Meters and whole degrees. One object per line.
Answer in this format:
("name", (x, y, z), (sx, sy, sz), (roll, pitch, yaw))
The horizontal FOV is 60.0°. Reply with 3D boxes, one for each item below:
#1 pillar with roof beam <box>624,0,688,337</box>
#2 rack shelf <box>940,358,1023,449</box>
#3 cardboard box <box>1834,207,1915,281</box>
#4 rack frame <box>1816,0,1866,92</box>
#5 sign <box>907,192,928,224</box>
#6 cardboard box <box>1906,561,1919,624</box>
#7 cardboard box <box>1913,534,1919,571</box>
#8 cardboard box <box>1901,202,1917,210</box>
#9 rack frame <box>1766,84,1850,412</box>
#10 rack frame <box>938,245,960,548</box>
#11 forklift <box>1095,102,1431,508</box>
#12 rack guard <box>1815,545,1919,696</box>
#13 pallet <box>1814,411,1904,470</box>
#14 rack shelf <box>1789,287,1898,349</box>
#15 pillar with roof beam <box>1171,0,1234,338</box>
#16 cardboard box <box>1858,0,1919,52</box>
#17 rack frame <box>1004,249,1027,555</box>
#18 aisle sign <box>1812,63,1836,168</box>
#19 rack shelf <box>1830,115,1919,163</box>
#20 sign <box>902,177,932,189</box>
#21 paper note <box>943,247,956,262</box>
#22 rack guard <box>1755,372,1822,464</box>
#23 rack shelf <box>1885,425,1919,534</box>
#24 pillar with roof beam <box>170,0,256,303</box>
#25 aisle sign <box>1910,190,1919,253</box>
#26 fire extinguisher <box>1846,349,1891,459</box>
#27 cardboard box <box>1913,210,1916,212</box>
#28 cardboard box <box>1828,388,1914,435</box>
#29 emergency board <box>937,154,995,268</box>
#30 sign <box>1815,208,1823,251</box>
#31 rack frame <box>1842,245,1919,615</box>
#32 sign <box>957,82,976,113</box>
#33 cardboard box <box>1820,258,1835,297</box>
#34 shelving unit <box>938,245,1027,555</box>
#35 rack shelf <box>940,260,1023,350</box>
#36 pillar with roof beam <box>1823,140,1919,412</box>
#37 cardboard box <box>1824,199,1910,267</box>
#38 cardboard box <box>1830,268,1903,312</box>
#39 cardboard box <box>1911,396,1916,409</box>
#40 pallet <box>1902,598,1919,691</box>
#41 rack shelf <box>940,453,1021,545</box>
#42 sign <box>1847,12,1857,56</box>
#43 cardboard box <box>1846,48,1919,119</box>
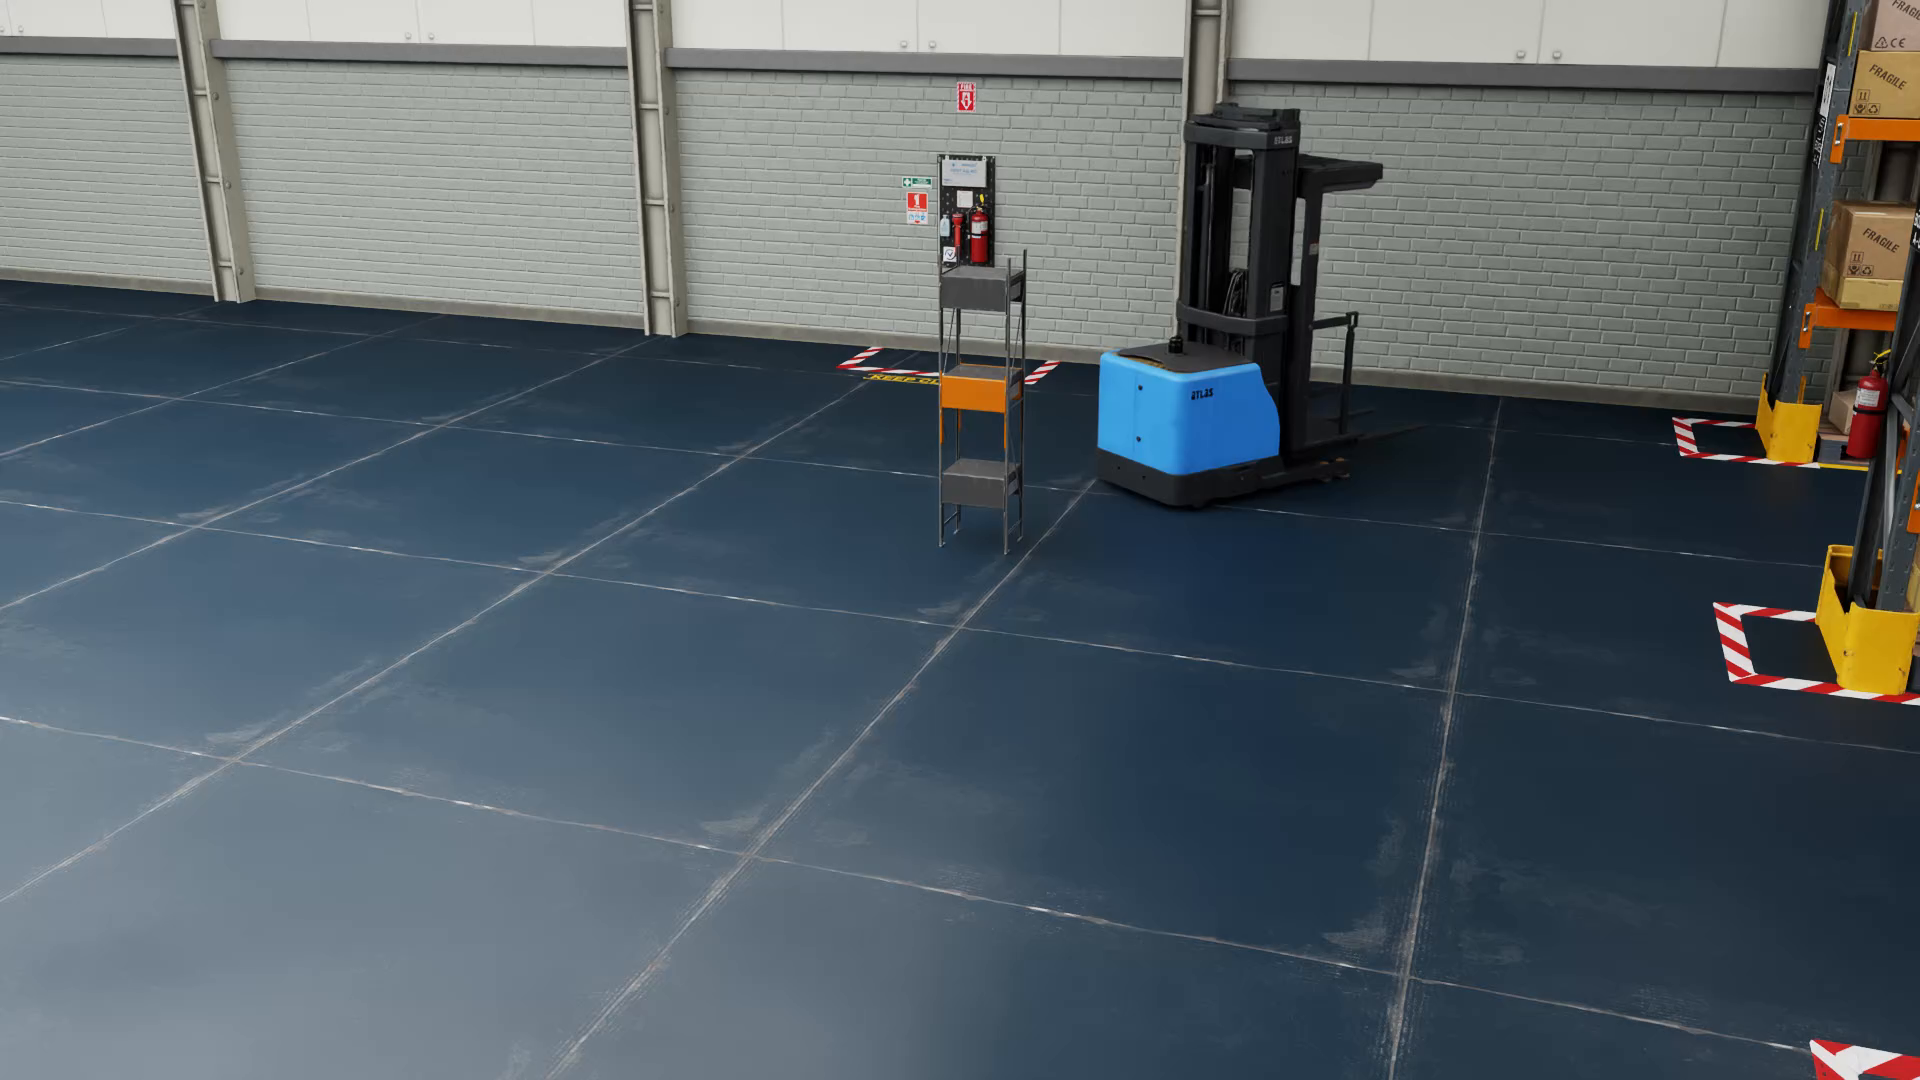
("pillar with roof beam", (-4.720, -5.241, 13.440), (0.400, 9.000, 9.100), (7, 20, 18))
("rack shelf", (0.156, -0.961, 11.684), (0.480, 0.518, 0.431), (7, 20, 18))
("cardboard box", (7.436, -2.405, 13.476), (0.500, 0.500, 0.500), (7, 20, 18))
("rack frame", (7.083, -5.090, 13.007), (0.127, 3.000, 1.000), (7, 20, 18))
("sign", (-0.450, -3.486, 17.465), (0.234, 0.329, 0.001), (7, 20, 18))
("cardboard box", (6.065, 0.350, 10.055), (0.500, 0.250, 0.500), (7, 20, 18))
("cardboard box", (6.065, -0.005, 9.934), (0.500, 0.500, 0.500), (7, 20, 18))
("cardboard box", (8.071, -2.508, 13.771), (0.500, 0.500, 0.500), (7, 20, 19))
("rack frame", (7.083, -2.257, 13.994), (0.127, 3.000, 1.000), (7, 20, 18))
("rack frame", (-0.074, -1.000, 11.755), (0.015, 2.100, 0.400), (7, 20, 18))
("forklift", (2.594, -1.980, 13.304), (3.031, 2.935, 1.130), (-12, 23, -32))
("rack guard", (5.439, 0.461, 9.993), (0.348, 0.500, 1.175), (7, 20, 18))
("pallet", (7.911, -0.833, 14.146), (1.213, 0.211, 1.003), (7, 20, 18))
("rack shelf", (8.973, -1.701, 13.493), (4.000, 0.370, 1.077), (7, 20, 18))
("pillar with roof beam", (0.948, -4.593, 11.581), (0.400, 9.000, 9.100), (7, 20, 18))
("cardboard box", (7.368, -4.085, 12.980), (0.500, 0.500, 0.500), (5, 20, 14))
("rack frame", (0.387, -0.947, 11.604), (0.015, 2.100, 0.400), (7, 20, 18))
("aisle sign", (6.917, -3.399, 13.321), (0.004, 0.787, 0.394), (7, 20, 18))
("rack shelf", (8.973, -3.118, 12.999), (4.000, 0.370, 1.077), (7, 20, 18))
("sign", (-0.448, -3.733, 17.369), (0.331, 0.109, 0.001), (7, 20, 18))
("paper note", (-0.106, -3.002, 17.469), (0.142, 0.148, 0.016), (7, 20, 18))
("rack guard", (7.155, -1.069, 14.382), (0.348, 0.500, 1.175), (7, 20, 18))
("rack shelf", (7.350, -0.161, 9.073), (4.000, 0.370, 1.077), (7, 20, 18))
("pillar with roof beam", (-10.387, -5.889, 15.299), (0.400, 9.000, 9.100), (7, 20, 18))
("aisle sign", (5.496, -2.042, 9.429), (0.004, 0.787, 0.394), (7, 20, 18))
("fire extinguisher", (5.502, -0.837, 10.038), (0.183, 0.674, 0.296), (7, 20, 18))
("cardboard box", (7.899, -2.348, 13.314), (0.500, 0.500, 0.500), (7, 20, 18))
("cardboard box", (7.707, -1.092, 14.070), (0.500, 0.311, 0.500), (4, 20, 12))
("emergency board", (0.039, -3.377, 17.208), (0.643, 1.169, 0.194), (7, 20, 18))
("sign", (6.905, -2.497, 13.368), (0.005, 0.325, 0.100), (7, 20, 18))
("rack frame", (5.461, -0.716, 9.574), (0.127, 3.000, 1.000), (7, 20, 18))
("sign", (0.064, -4.504, 16.918), (0.199, 0.298, 0.001), (7, 20, 18))
("cardboard box", (7.589, -2.205, 14.044), (0.500, 0.250, 0.500), (7, 20, 19))
("shelving unit", (0.156, -0.974, 11.679), (0.503, 2.100, 0.431), (7, 20, 18))
("rack shelf", (0.156, -1.622, 11.453), (0.480, 0.518, 0.431), (7, 20, 18))
("pillar with roof beam", (6.616, -3.945, 9.721), (0.400, 9.000, 9.100), (7, 20, 18))
("cardboard box", (7.598, -2.565, 13.936), (0.500, 0.500, 0.500), (6, 20, 17))
("cardboard box", (7.440, -2.044, 13.581), (0.500, 0.250, 0.500), (6, 20, 16))
("cardboard box", (8.246, -1.031, 13.893), (0.500, 0.311, 0.500), (8, 21, 23))
("pallet", (6.197, 0.670, 9.834), (1.213, 0.211, 1.003), (7, 20, 18))
("rack shelf", (0.156, -0.300, 11.914), (0.480, 0.518, 0.431), (7, 20, 18))
("sign", (6.905, -3.917, 12.873), (0.005, 0.325, 0.100), (7, 20, 18))
("cardboard box", (7.317, -3.616, 13.154), (0.500, 0.500, 0.500), (7, 20, 19))
